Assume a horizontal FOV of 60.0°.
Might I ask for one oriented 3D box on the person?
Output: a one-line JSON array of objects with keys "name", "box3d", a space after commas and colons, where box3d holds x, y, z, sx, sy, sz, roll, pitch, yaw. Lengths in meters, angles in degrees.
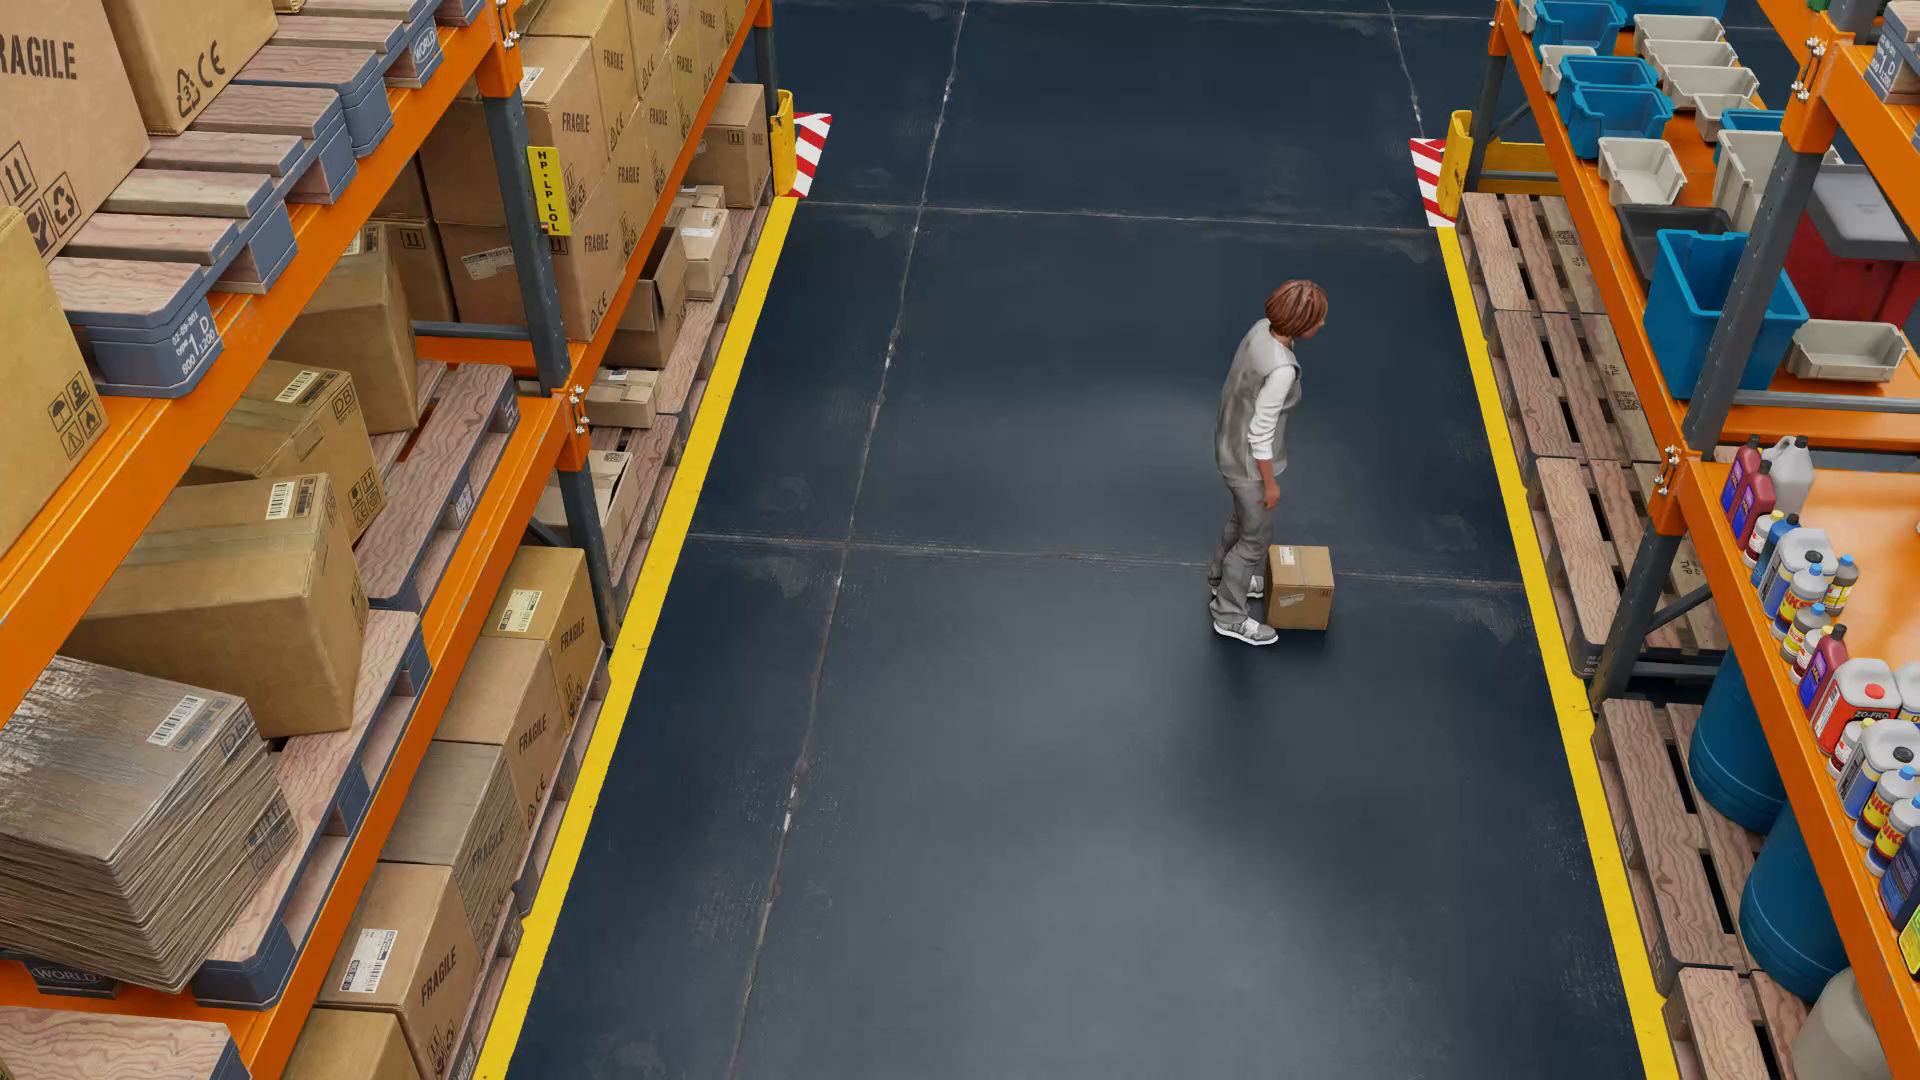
[{"name": "person", "box3d": [1.173, -0.319, 6.538, 0.349, 1.593, 0.473, 2, 41, 3]}]
